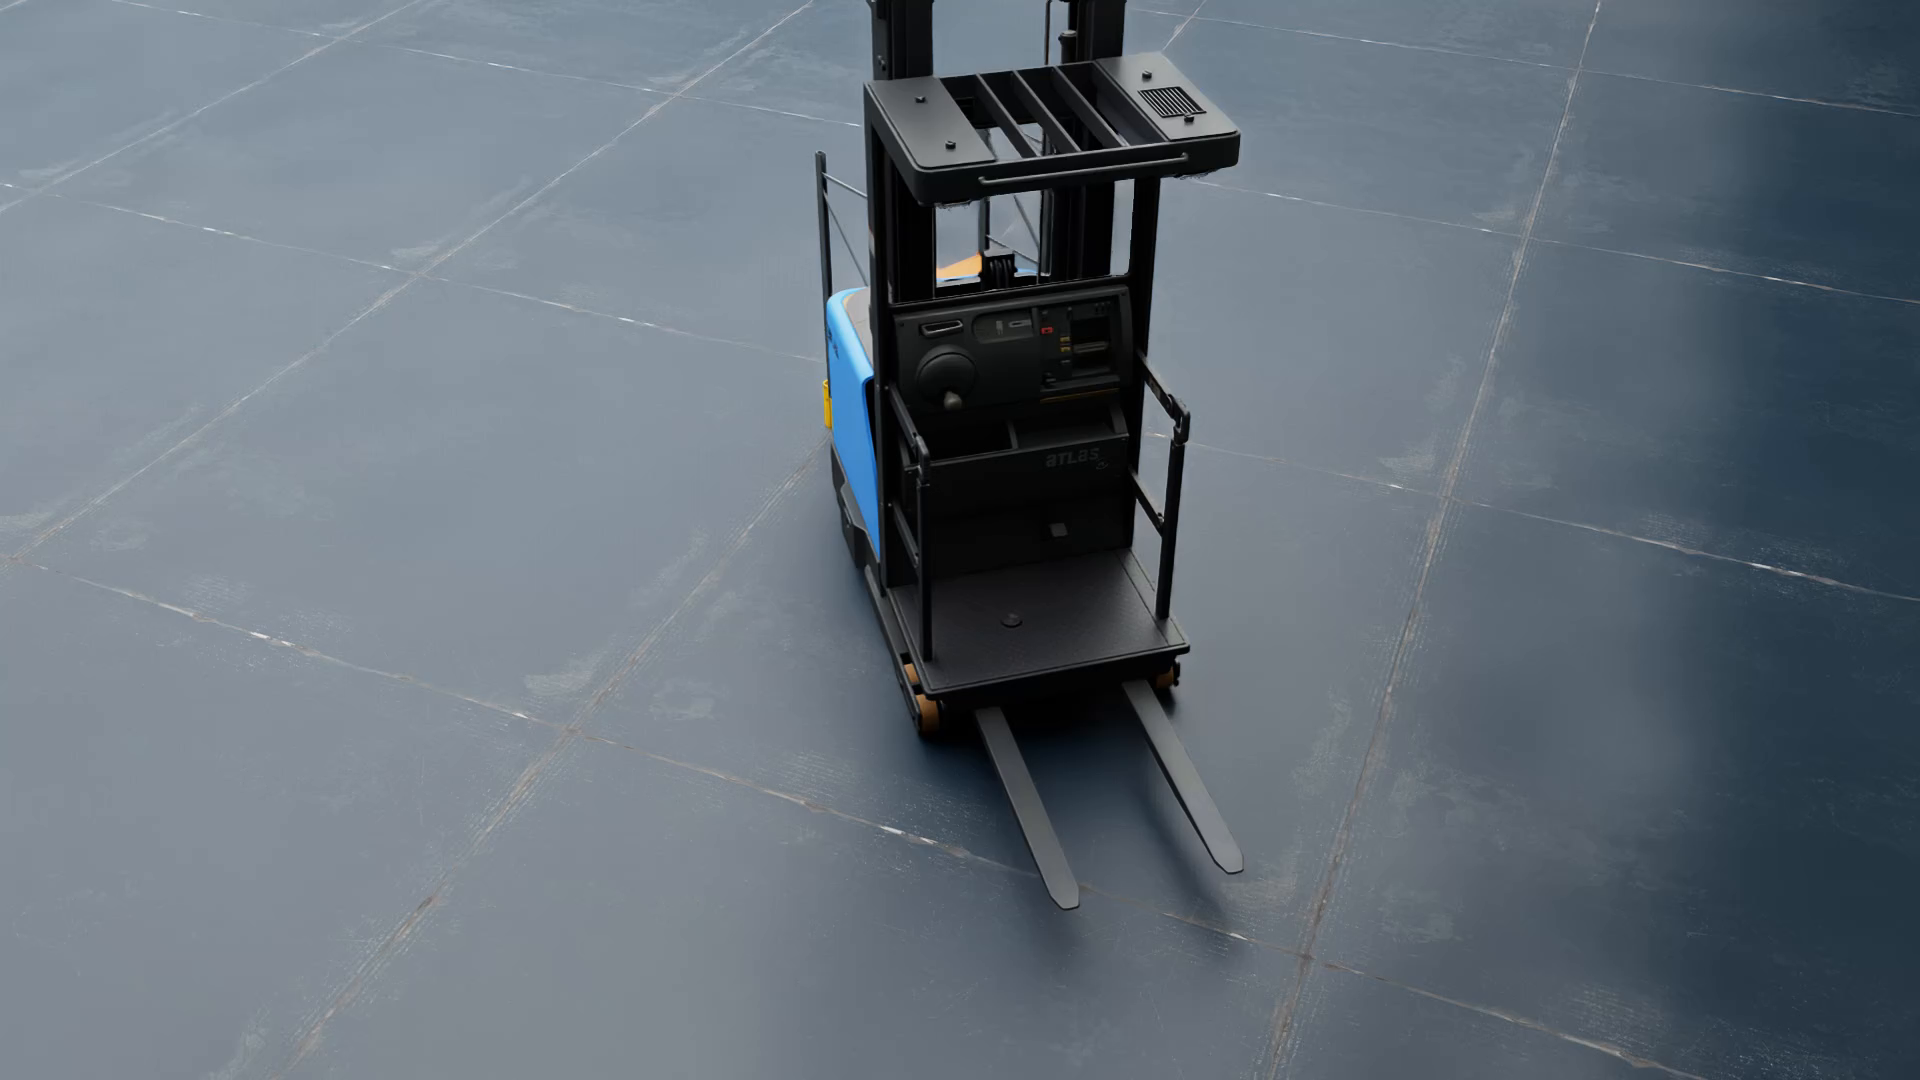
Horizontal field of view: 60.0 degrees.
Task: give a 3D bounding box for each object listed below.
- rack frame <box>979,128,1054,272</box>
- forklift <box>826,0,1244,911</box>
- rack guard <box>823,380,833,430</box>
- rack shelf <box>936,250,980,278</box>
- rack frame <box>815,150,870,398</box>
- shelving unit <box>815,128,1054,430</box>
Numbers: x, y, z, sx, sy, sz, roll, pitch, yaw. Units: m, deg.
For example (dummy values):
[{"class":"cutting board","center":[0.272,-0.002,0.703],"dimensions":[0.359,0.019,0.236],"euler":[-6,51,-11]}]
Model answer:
[{"class":"rack frame","center":[0.276,-1.471,8.465],"dimensions":[0.032,1.500,0.500],"euler":[-27,45,-32]},{"class":"forklift","center":[0.271,-0.657,6.180],"dimensions":[1.130,2.935,3.031],"euler":[-9,38,-12]},{"class":"rack guard","center":[-0.478,-0.579,8.316],"dimensions":[0.087,0.250,0.587],"euler":[-27,45,-32]},{"class":"rack shelf","center":[-0.108,-1.127,8.306],"dimensions":[1.000,0.185,0.538],"euler":[-27,45,-32]},{"class":"rack frame","center":[-0.492,-1.072,7.932],"dimensions":[0.032,1.500,0.500],"euler":[-27,45,-32]},{"class":"shelving unit","center":[-0.101,-1.275,8.203],"dimensions":[1.083,1.500,0.587],"euler":[-27,45,-32]}]
